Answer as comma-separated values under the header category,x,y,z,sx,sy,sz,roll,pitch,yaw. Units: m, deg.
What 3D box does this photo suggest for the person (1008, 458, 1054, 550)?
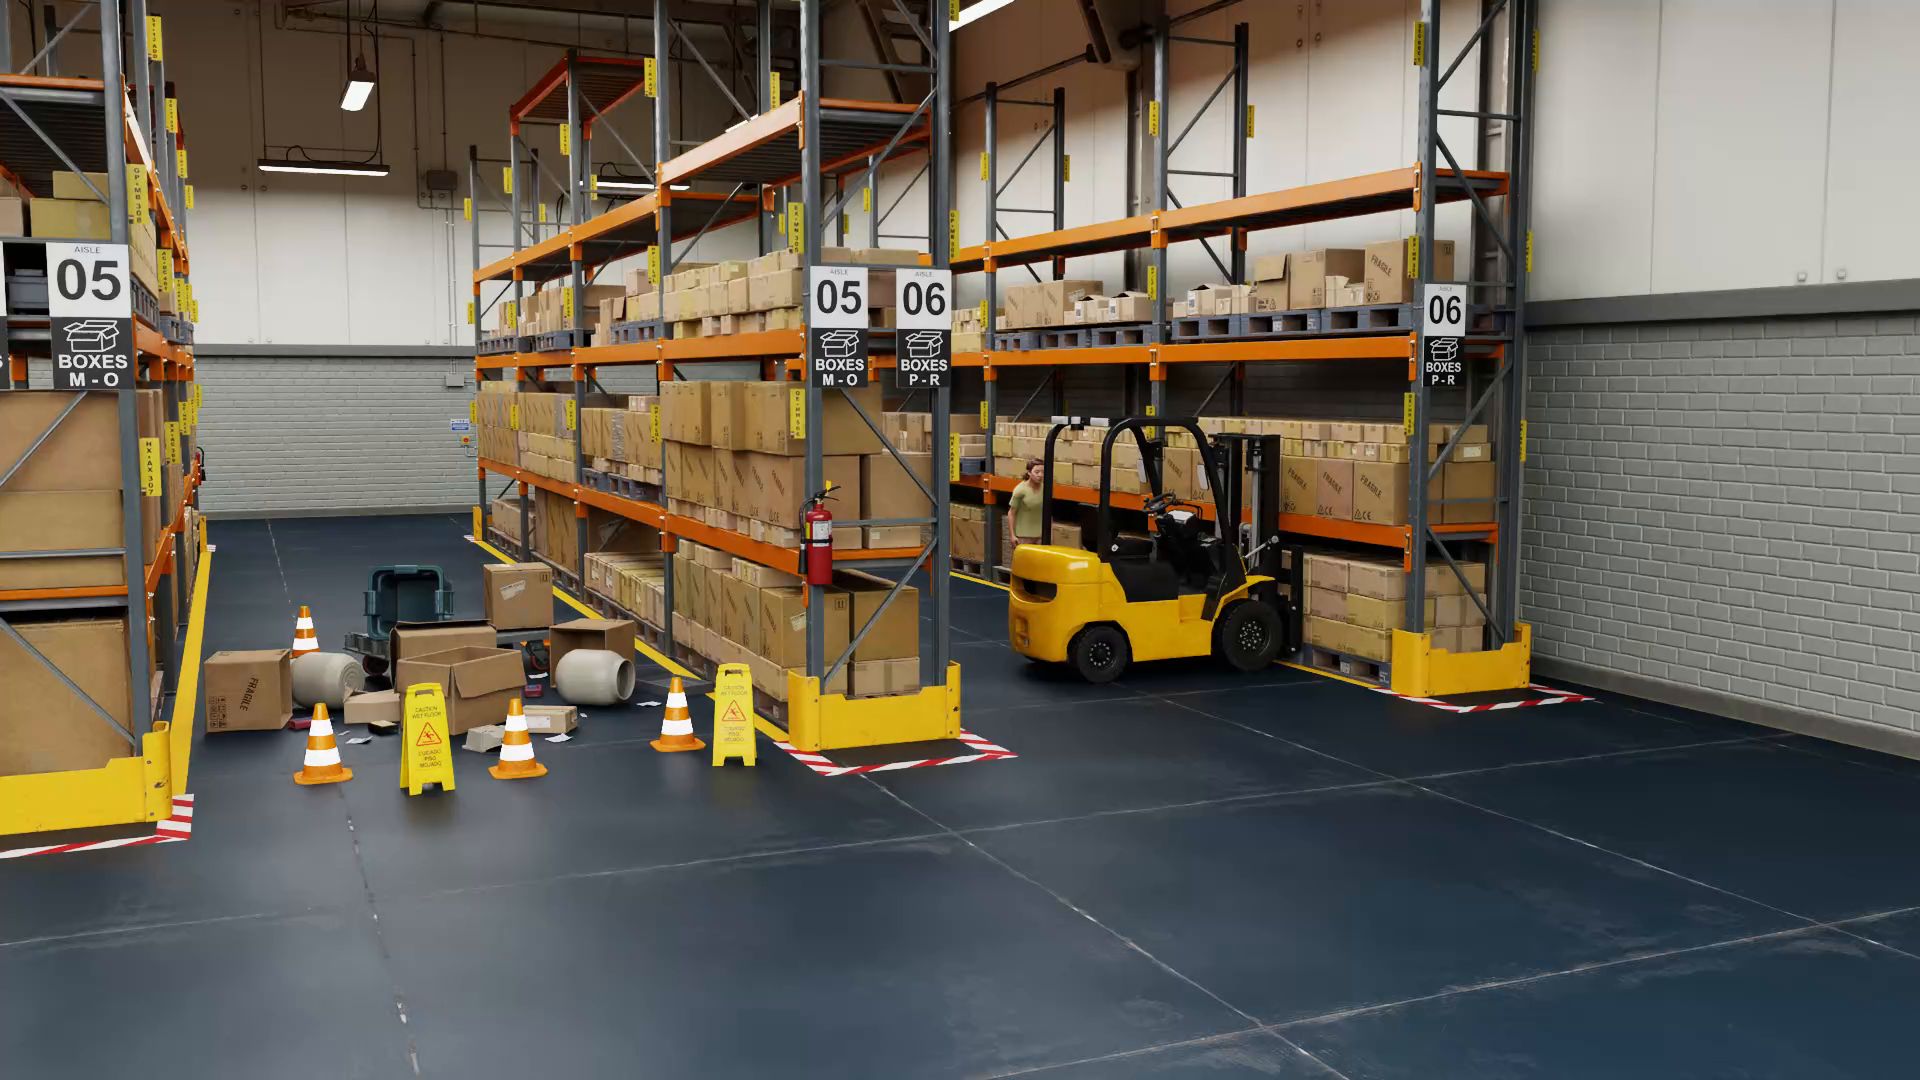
category,x,y,z,sx,sy,sz,roll,pitch,yaw
person,0.740,-0.010,17.070,0.499,1.673,0.357,-2,6,-23
